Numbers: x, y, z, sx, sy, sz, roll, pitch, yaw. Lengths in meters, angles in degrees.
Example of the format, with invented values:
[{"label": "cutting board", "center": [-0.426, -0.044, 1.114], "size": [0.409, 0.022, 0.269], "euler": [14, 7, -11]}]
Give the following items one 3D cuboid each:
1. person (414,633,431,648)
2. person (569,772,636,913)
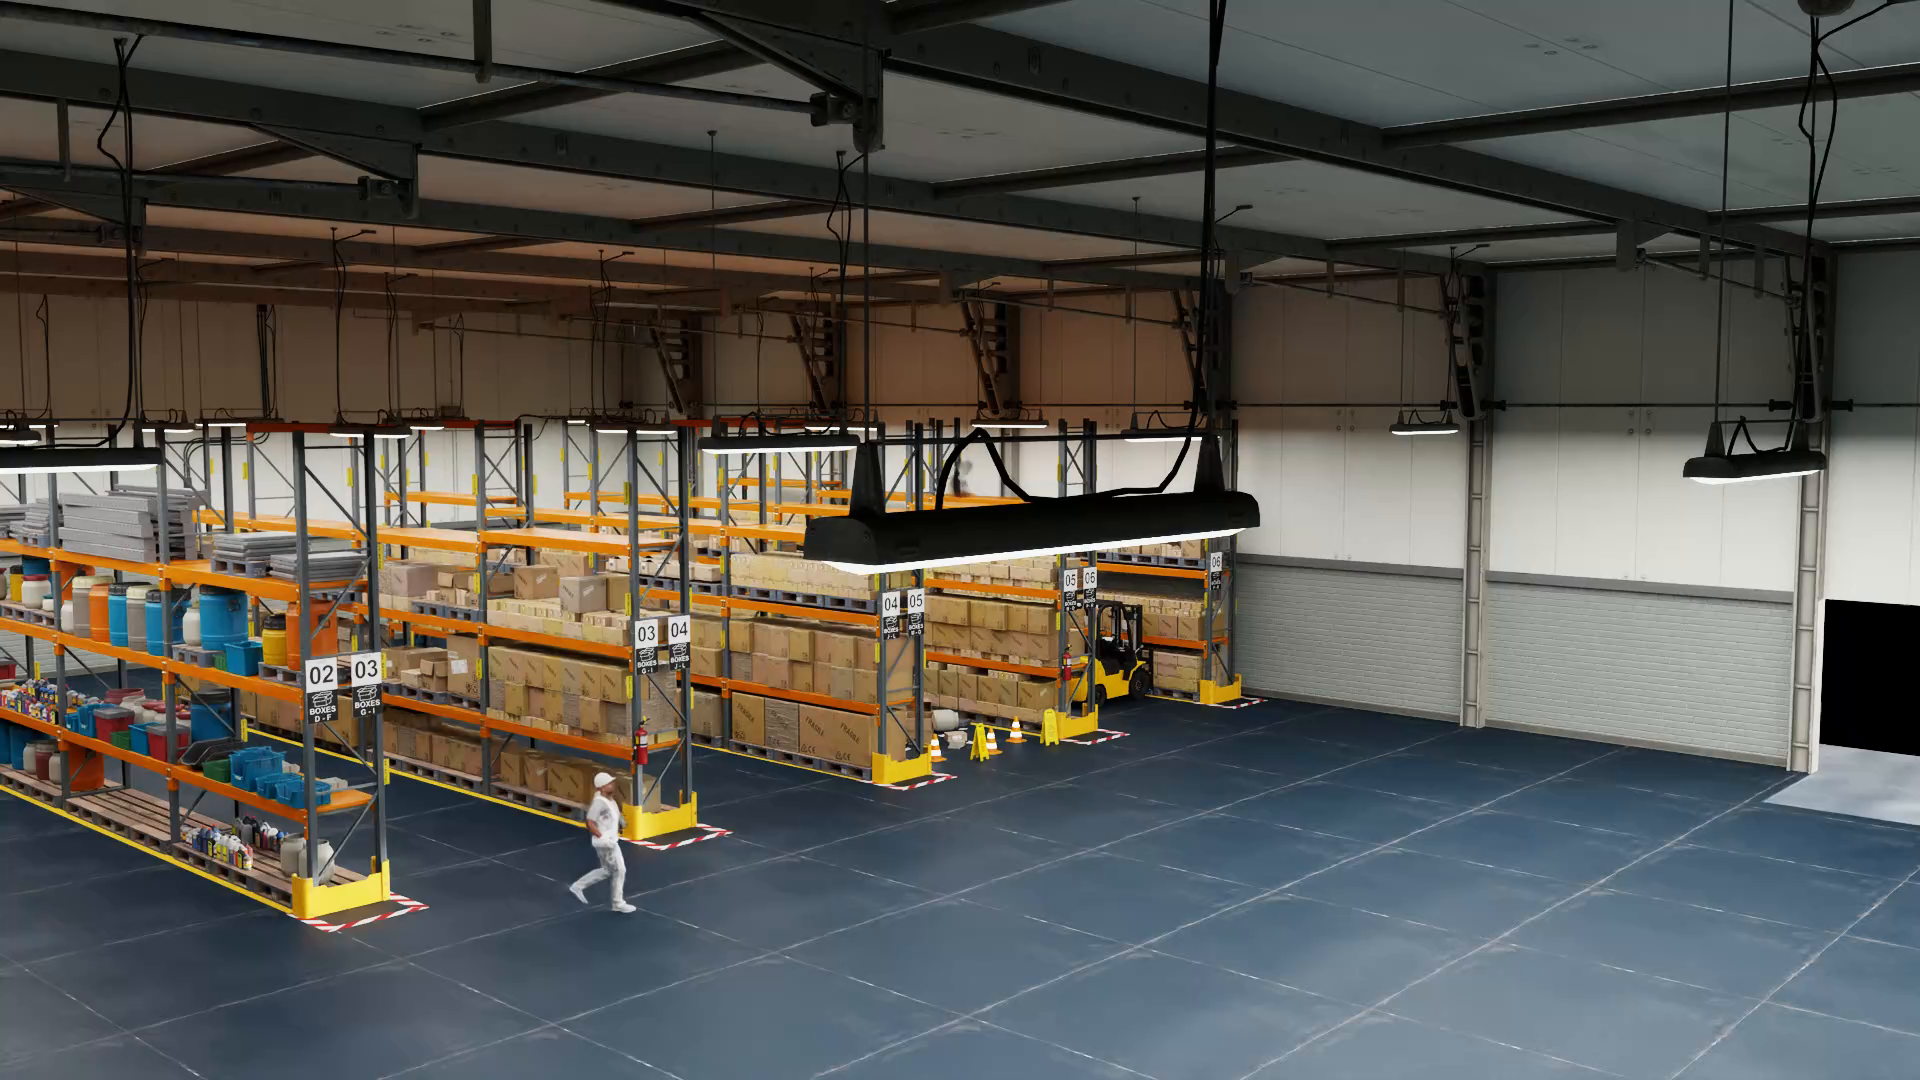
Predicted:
[{"label": "person", "center": [-13.213, 2.221, 40.775], "size": [0.538, 1.596, 0.812], "euler": [2, 5, 19]}, {"label": "person", "center": [-4.459, 3.765, 20.687], "size": [0.824, 1.777, 0.673], "euler": [-1, 5, -12]}]
